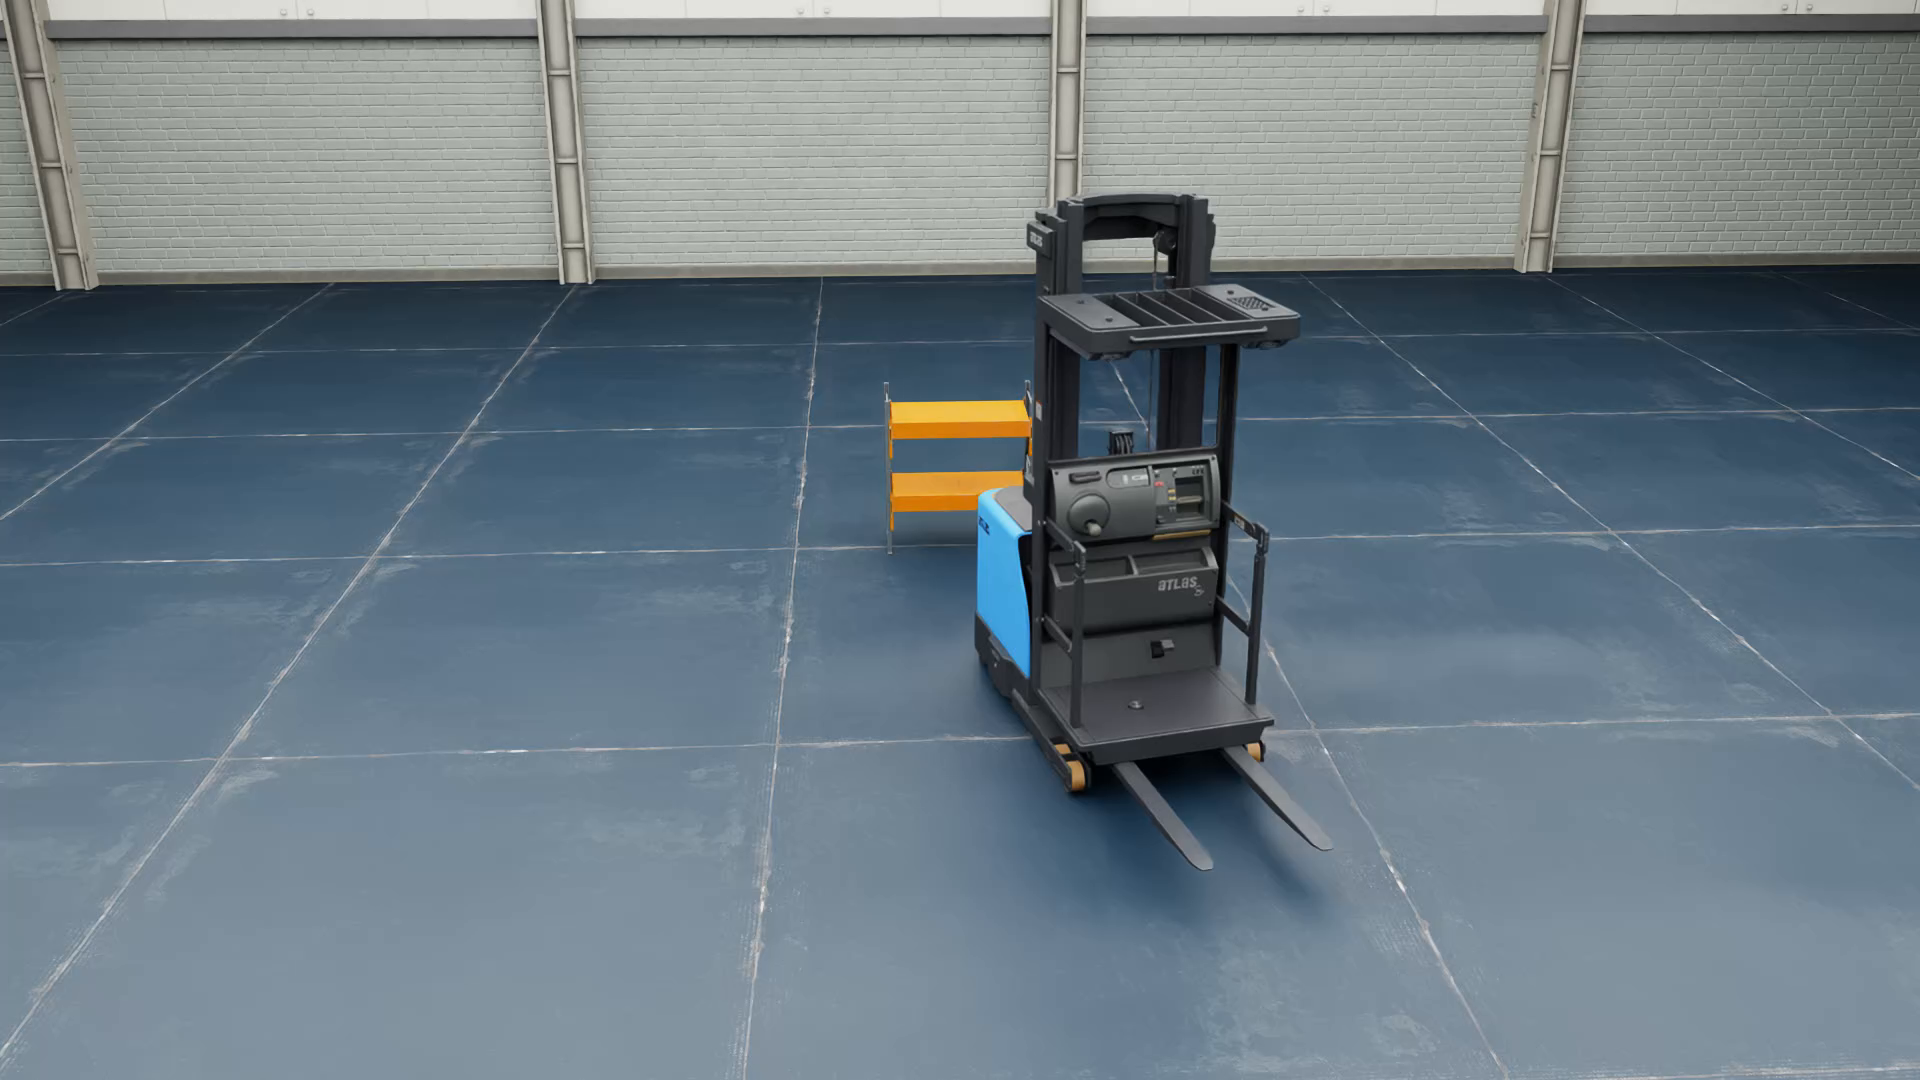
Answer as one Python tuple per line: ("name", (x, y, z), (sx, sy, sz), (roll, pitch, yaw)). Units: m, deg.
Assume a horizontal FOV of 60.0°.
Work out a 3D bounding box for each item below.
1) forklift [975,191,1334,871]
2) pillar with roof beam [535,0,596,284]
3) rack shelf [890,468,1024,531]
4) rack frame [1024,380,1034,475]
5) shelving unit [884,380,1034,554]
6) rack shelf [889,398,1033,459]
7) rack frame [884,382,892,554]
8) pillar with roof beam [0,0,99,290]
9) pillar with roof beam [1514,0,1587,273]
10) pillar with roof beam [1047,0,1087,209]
("forklift", (0.993, -0.211, 8.555), (1.130, 2.935, 3.031), (-6, 22, -15))
("pillar with roof beam", (-4.461, -5.863, 14.874), (0.400, 9.000, 9.100), (-1, 21, -3))
("rack shelf", (-0.007, -0.297, 12.007), (1.000, 0.278, 0.538), (-1, 21, -3))
("rack frame", (0.501, -0.536, 11.948), (0.032, 1.125, 0.500), (-1, 21, -3))
("shelving unit", (-0.007, -0.526, 11.920), (1.048, 1.125, 0.538), (-1, 21, -3))
("rack shelf", (-0.007, -0.799, 11.816), (1.000, 0.278, 0.538), (-1, 21, -3))
("rack frame", (-0.514, -0.515, 11.893), (0.032, 1.125, 0.500), (-1, 21, -3))
("pillar with roof beam", (-10.451, -5.741, 14.554), (0.400, 9.000, 9.100), (-1, 21, -3))
("pillar with roof beam", (7.519, -6.107, 15.514), (0.400, 9.000, 9.100), (-1, 21, -3))
("pillar with roof beam", (1.529, -5.985, 15.194), (0.400, 9.000, 9.100), (-1, 21, -3))
